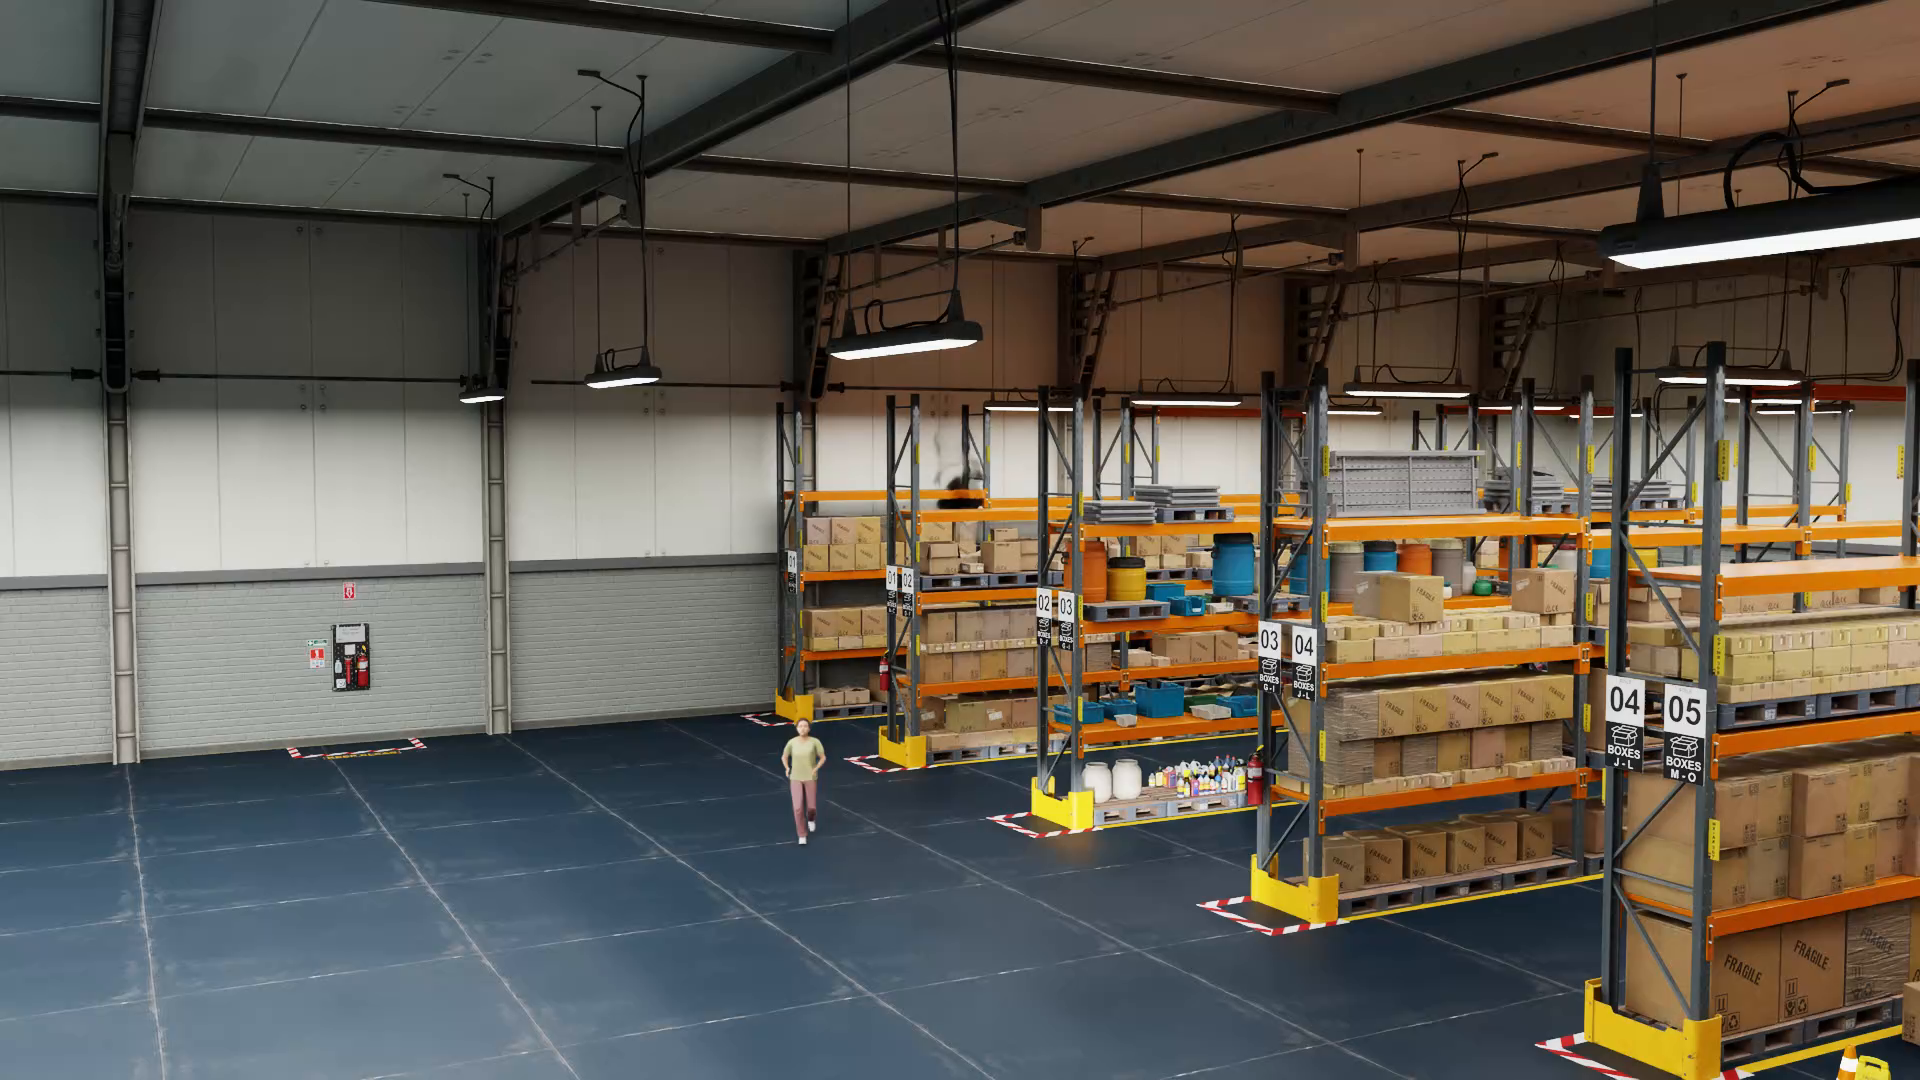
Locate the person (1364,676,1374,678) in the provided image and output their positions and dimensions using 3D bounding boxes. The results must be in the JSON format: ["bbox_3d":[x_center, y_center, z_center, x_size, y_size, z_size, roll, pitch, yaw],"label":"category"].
[{"bbox_3d":[6.629,2.745,27.334,0.592,1.732,0.645,-2,4,-29],"label":"person"}]

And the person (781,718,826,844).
[{"bbox_3d":[-2.046,3.121,21.715,0.580,1.620,0.625,0,3,-1],"label":"person"}]

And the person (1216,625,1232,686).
[{"bbox_3d":[5.295,2.479,33.293,0.724,1.646,0.510,-2,4,-33],"label":"person"}]
